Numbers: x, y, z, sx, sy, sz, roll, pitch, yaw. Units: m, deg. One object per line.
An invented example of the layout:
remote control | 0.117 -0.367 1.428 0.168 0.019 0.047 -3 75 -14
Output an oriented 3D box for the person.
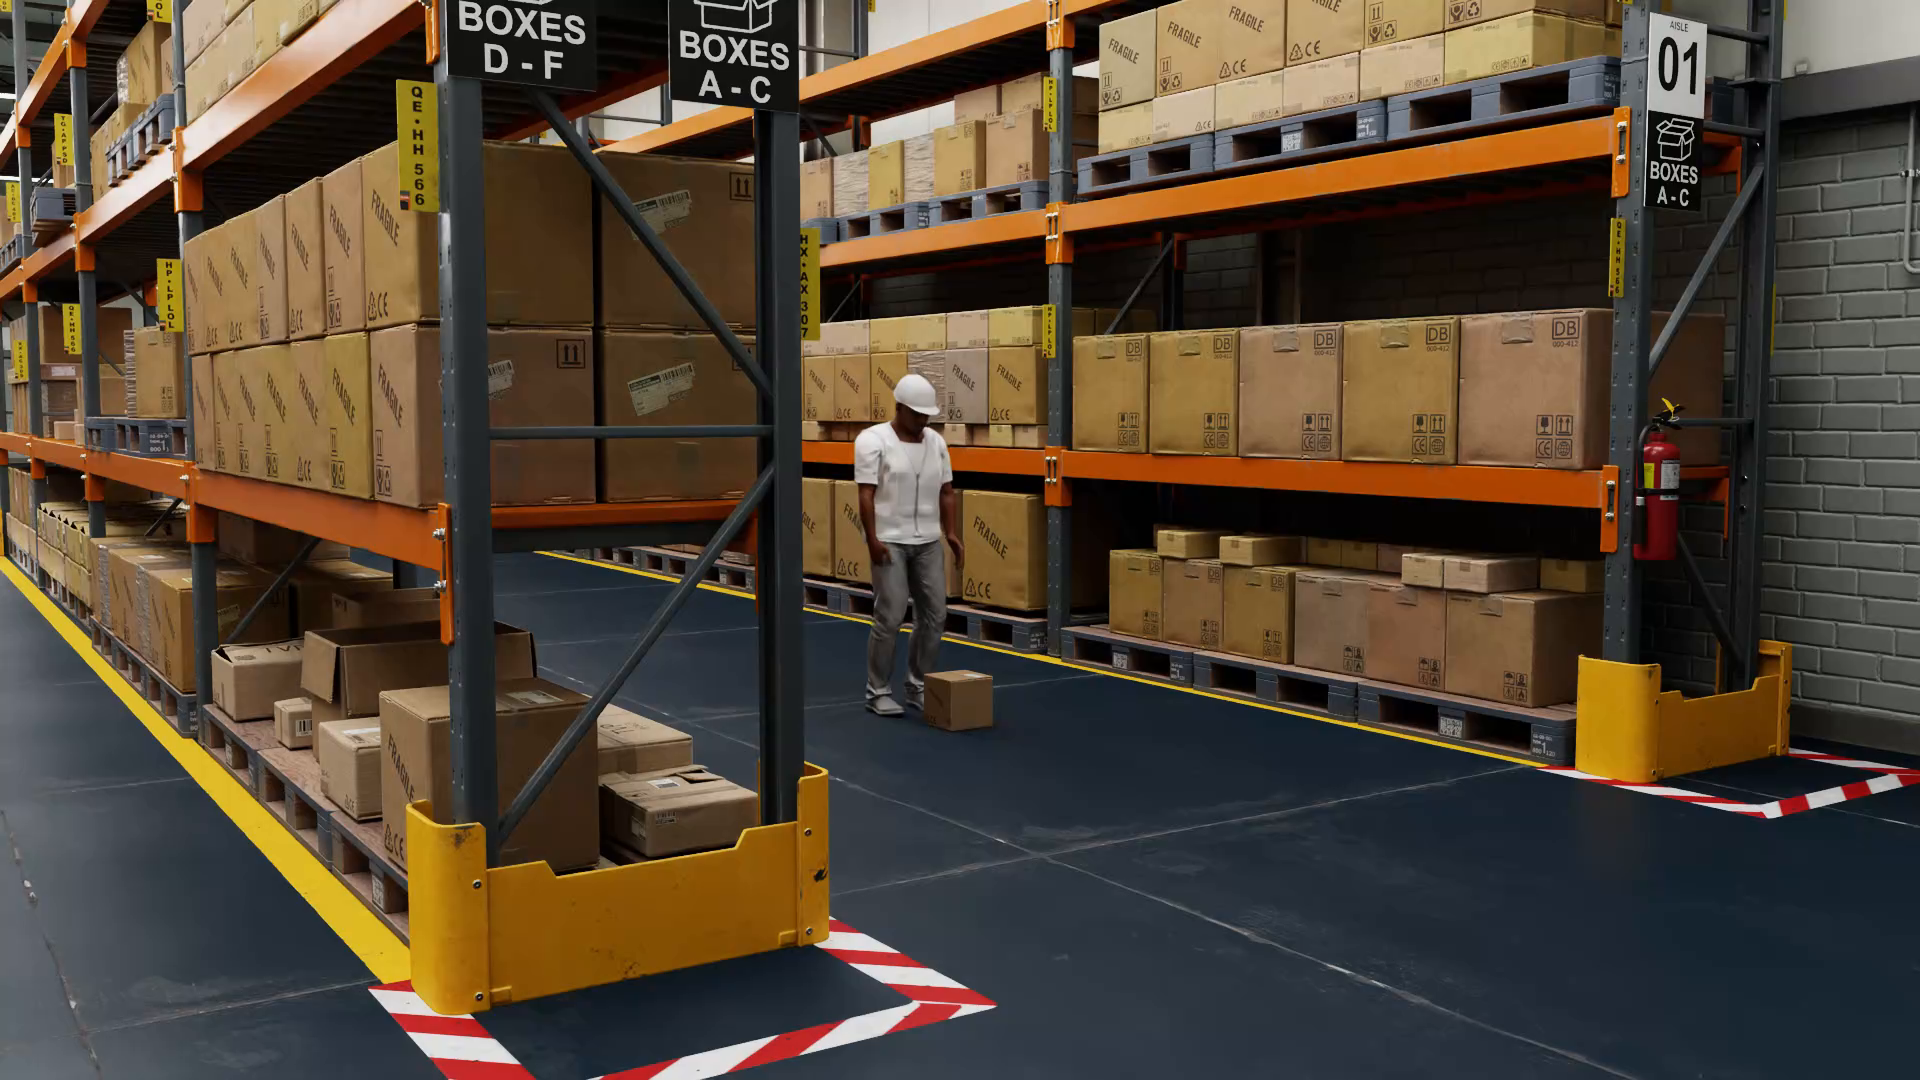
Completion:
person | -0.260 0.020 8.597 0.578 1.746 0.396 -3 5 -32
